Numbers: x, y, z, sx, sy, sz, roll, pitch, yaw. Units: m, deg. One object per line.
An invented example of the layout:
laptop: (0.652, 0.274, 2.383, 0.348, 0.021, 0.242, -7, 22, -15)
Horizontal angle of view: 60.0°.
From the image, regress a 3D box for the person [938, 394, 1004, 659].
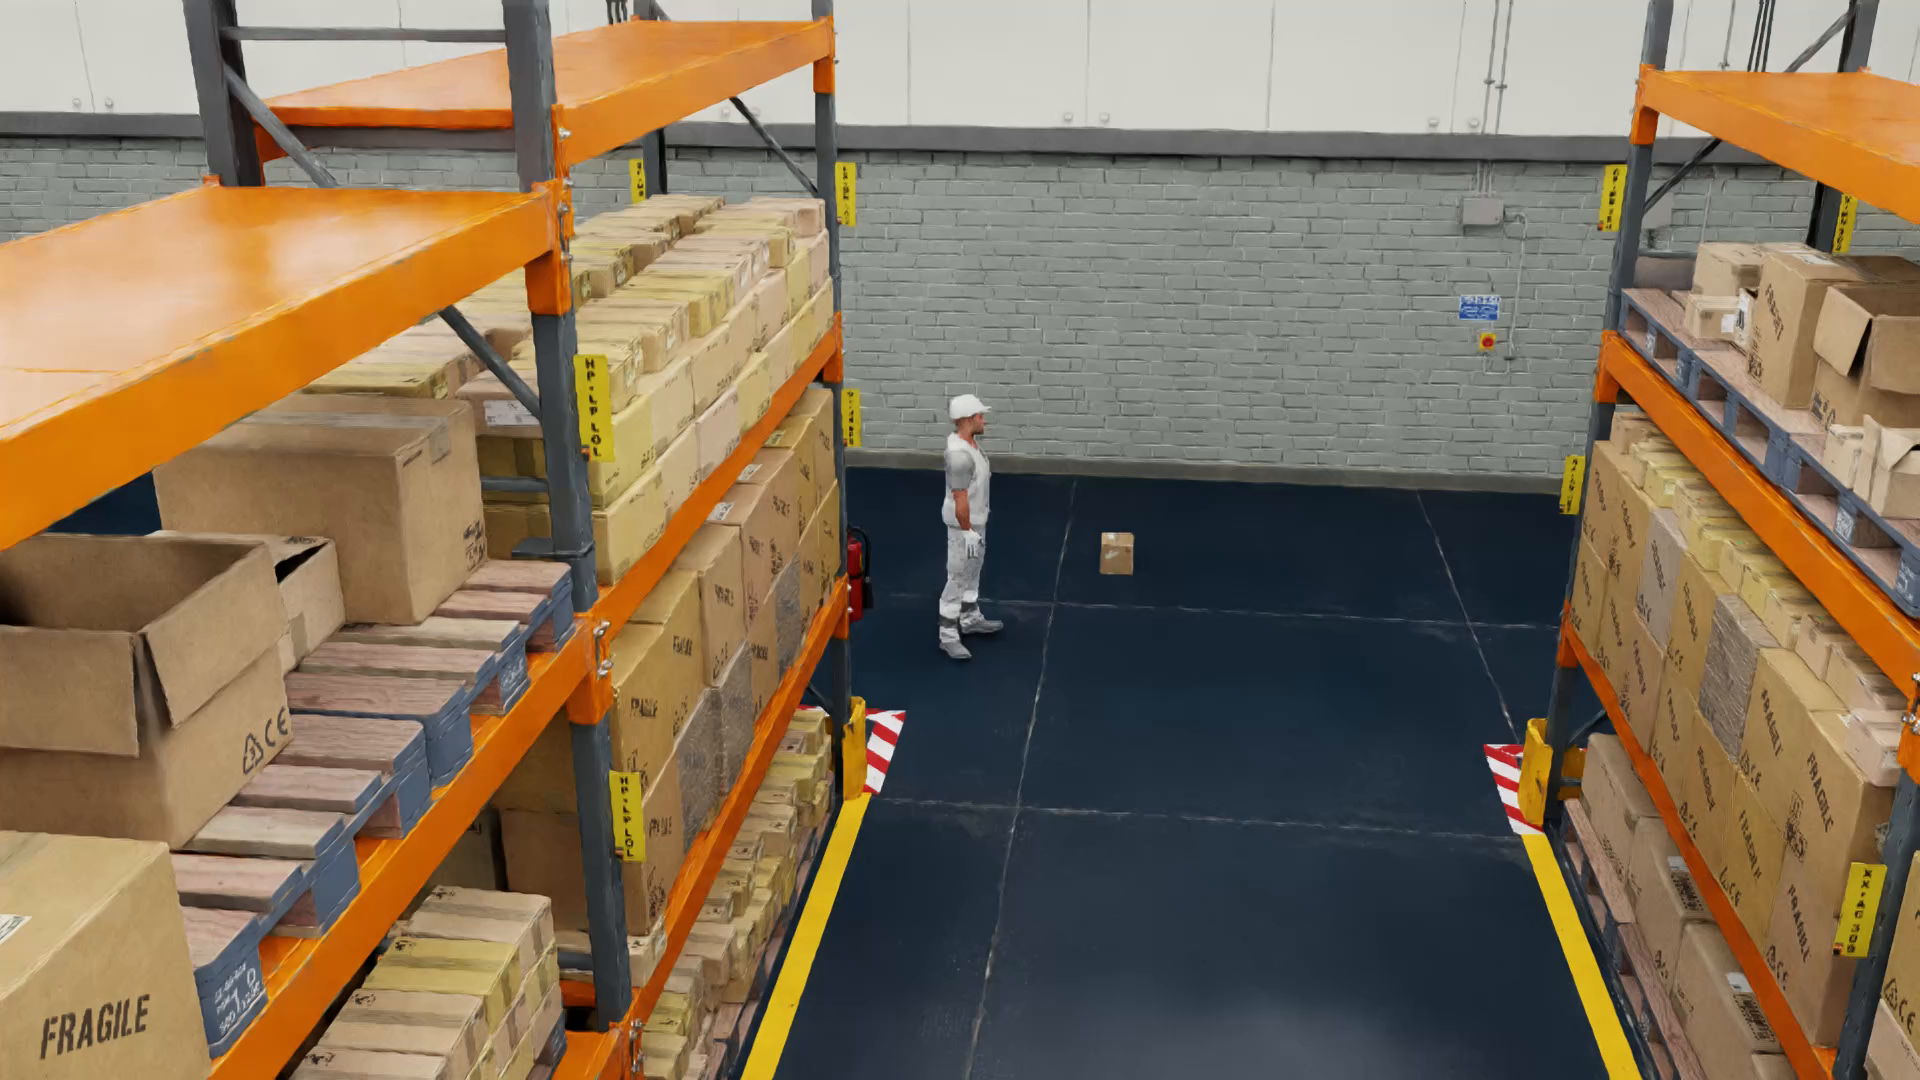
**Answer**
person: (0.076, -0.130, 11.297, 0.418, 1.792, 0.665, 3, 21, 8)
